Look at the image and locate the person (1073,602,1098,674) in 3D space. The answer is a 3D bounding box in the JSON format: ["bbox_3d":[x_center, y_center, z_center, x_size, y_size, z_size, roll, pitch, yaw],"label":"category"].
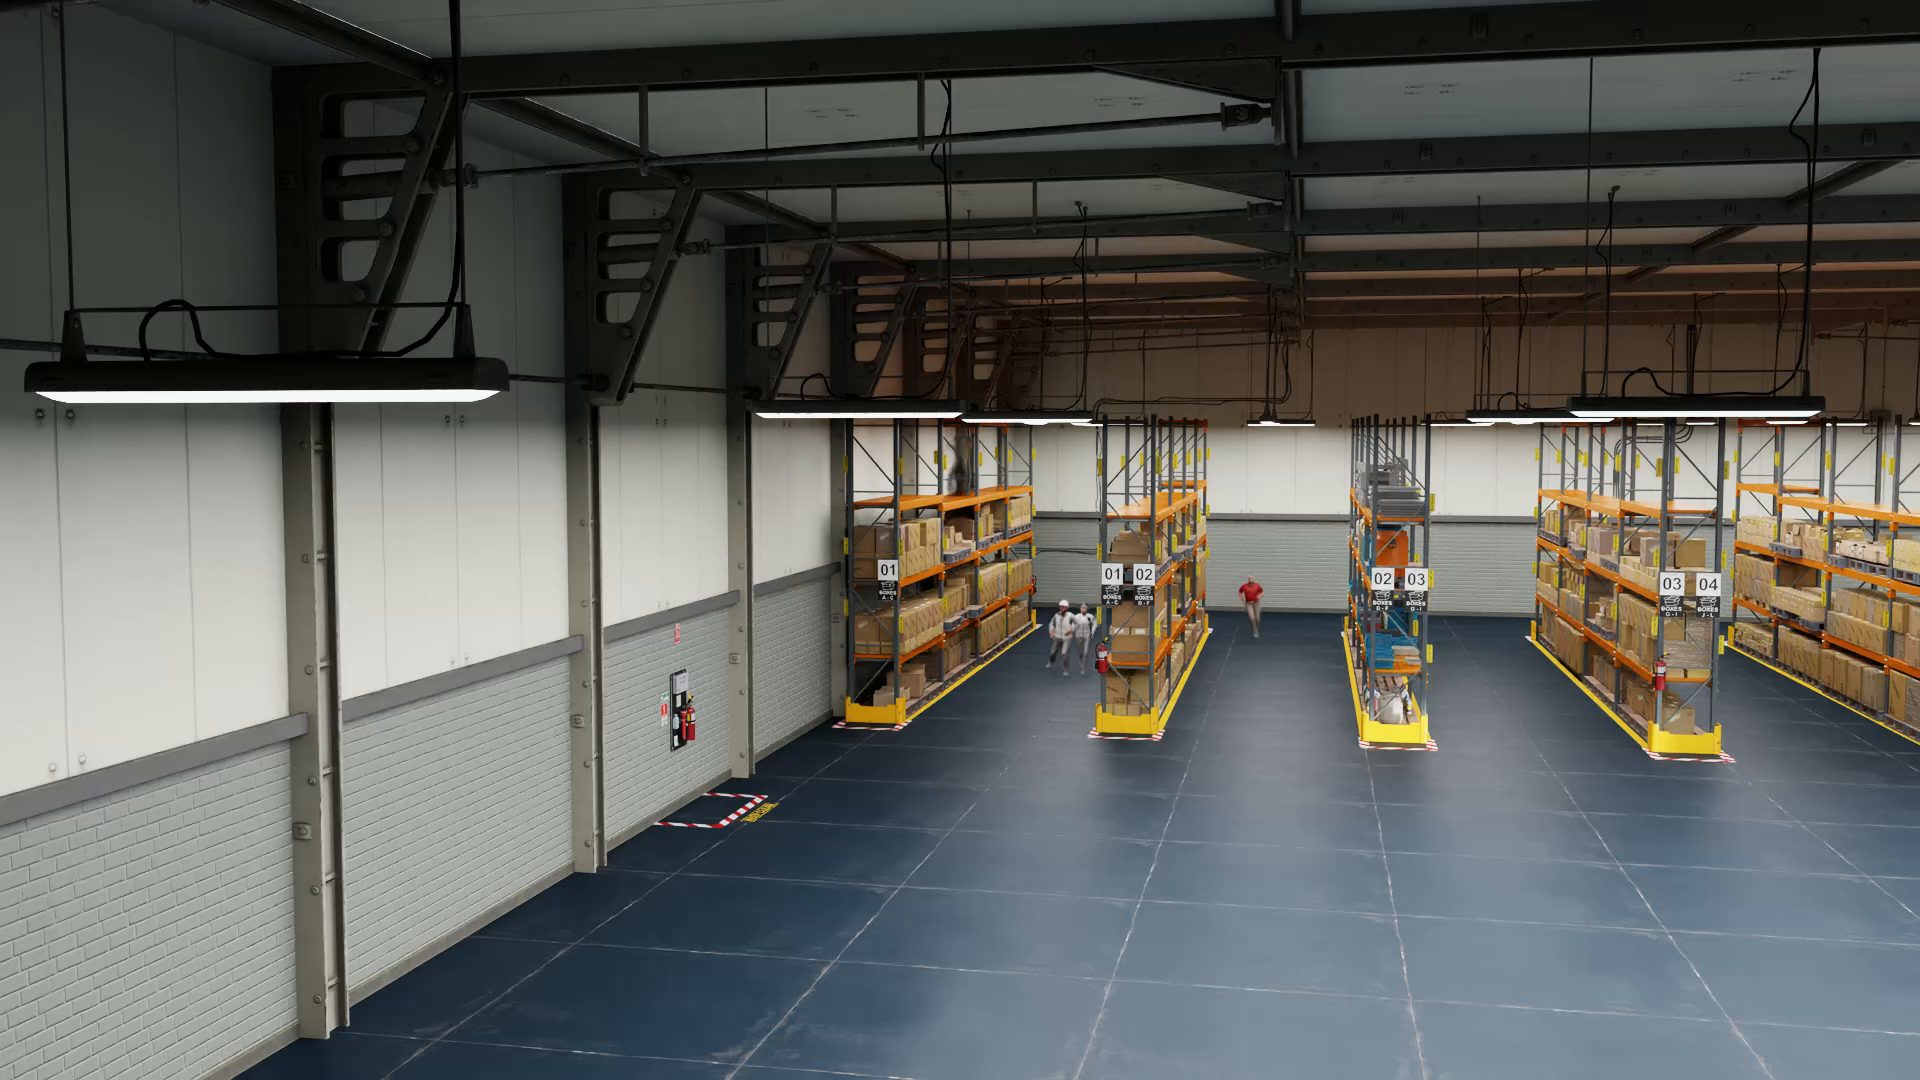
[{"bbox_3d":[2.926,2.301,39.201,0.627,1.695,0.762,0,4,6],"label":"person"}]

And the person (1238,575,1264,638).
[{"bbox_3d":[8.051,1.829,45.928,0.675,1.754,0.826,0,4,-1],"label":"person"}]

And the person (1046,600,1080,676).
[{"bbox_3d":[2.374,2.290,38.913,0.864,1.773,0.646,1,4,19],"label":"person"}]
